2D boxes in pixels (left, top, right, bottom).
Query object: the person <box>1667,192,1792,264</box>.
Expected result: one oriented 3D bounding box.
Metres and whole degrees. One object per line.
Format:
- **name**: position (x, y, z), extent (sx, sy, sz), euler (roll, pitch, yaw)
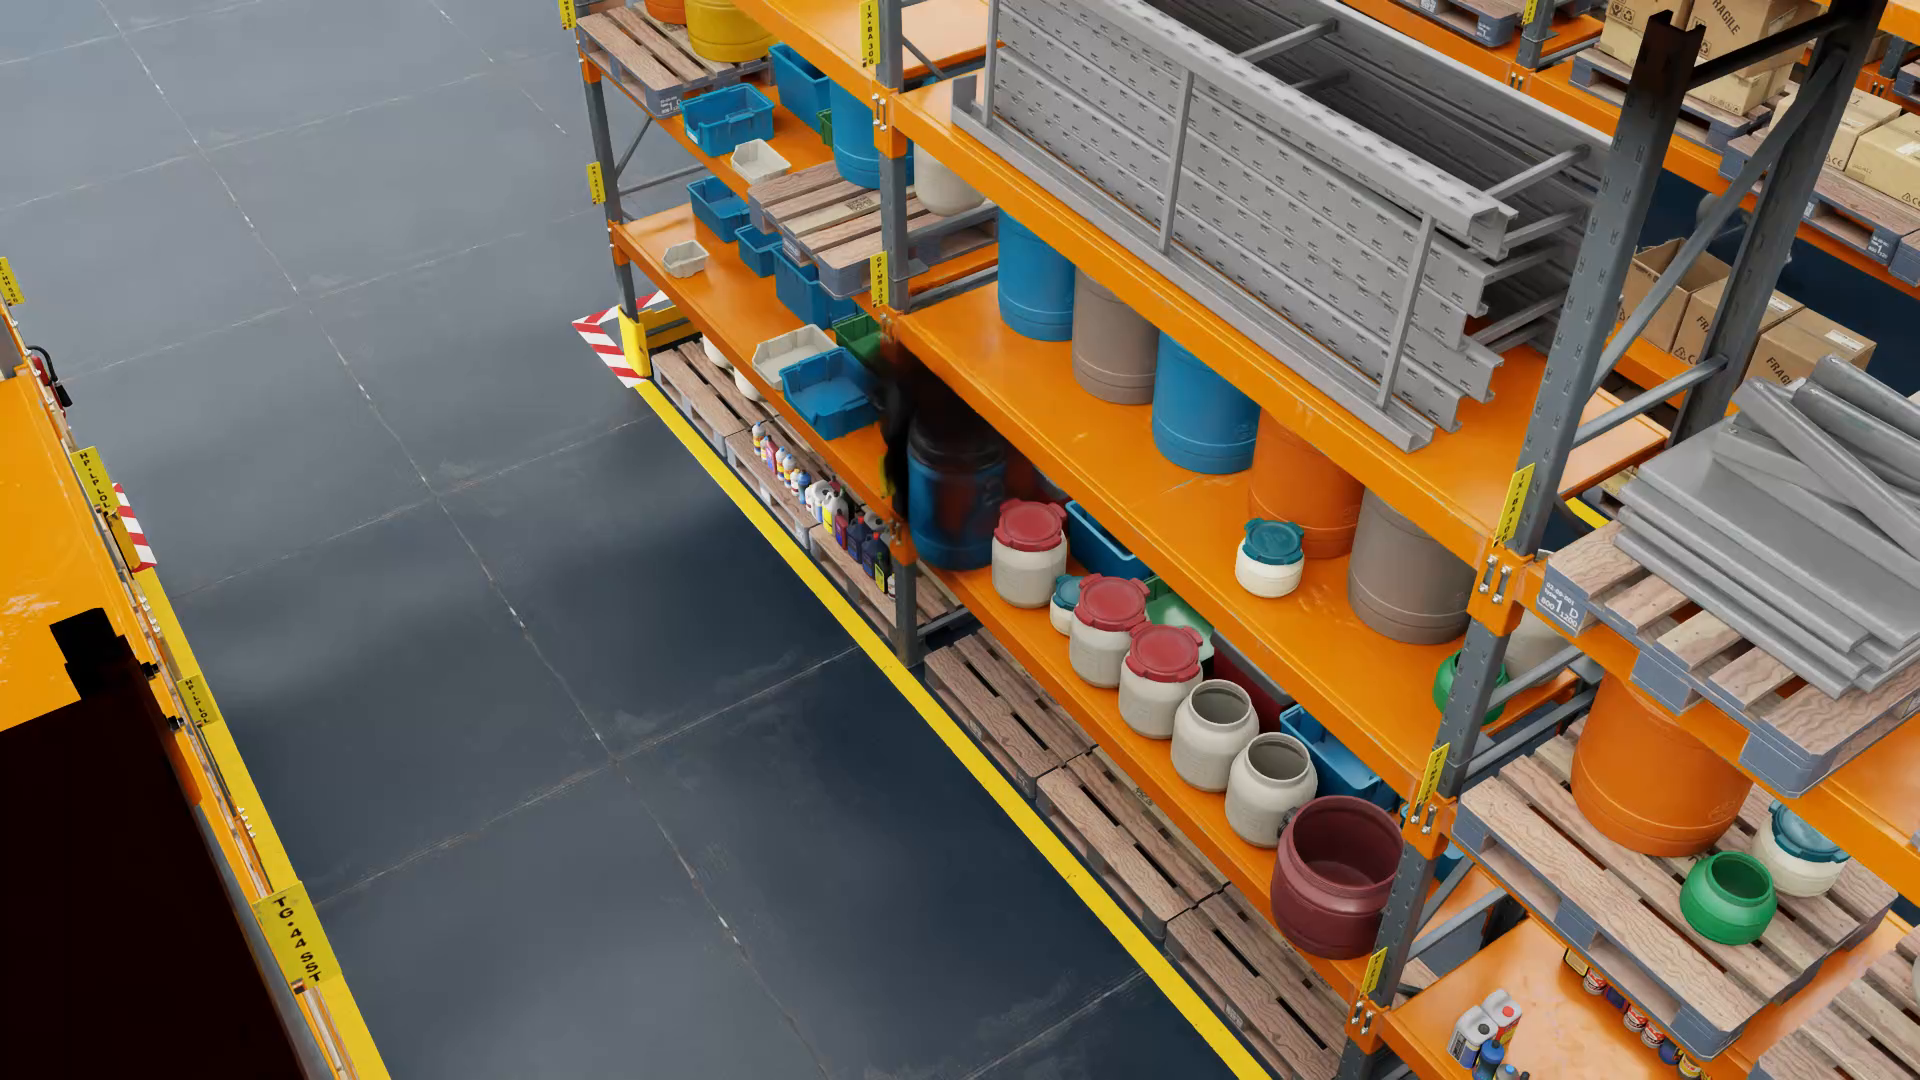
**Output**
- **person**: position (6.583, -3.012, 13.763), extent (0.973, 1.712, 0.510), euler (31, 51, 29)
